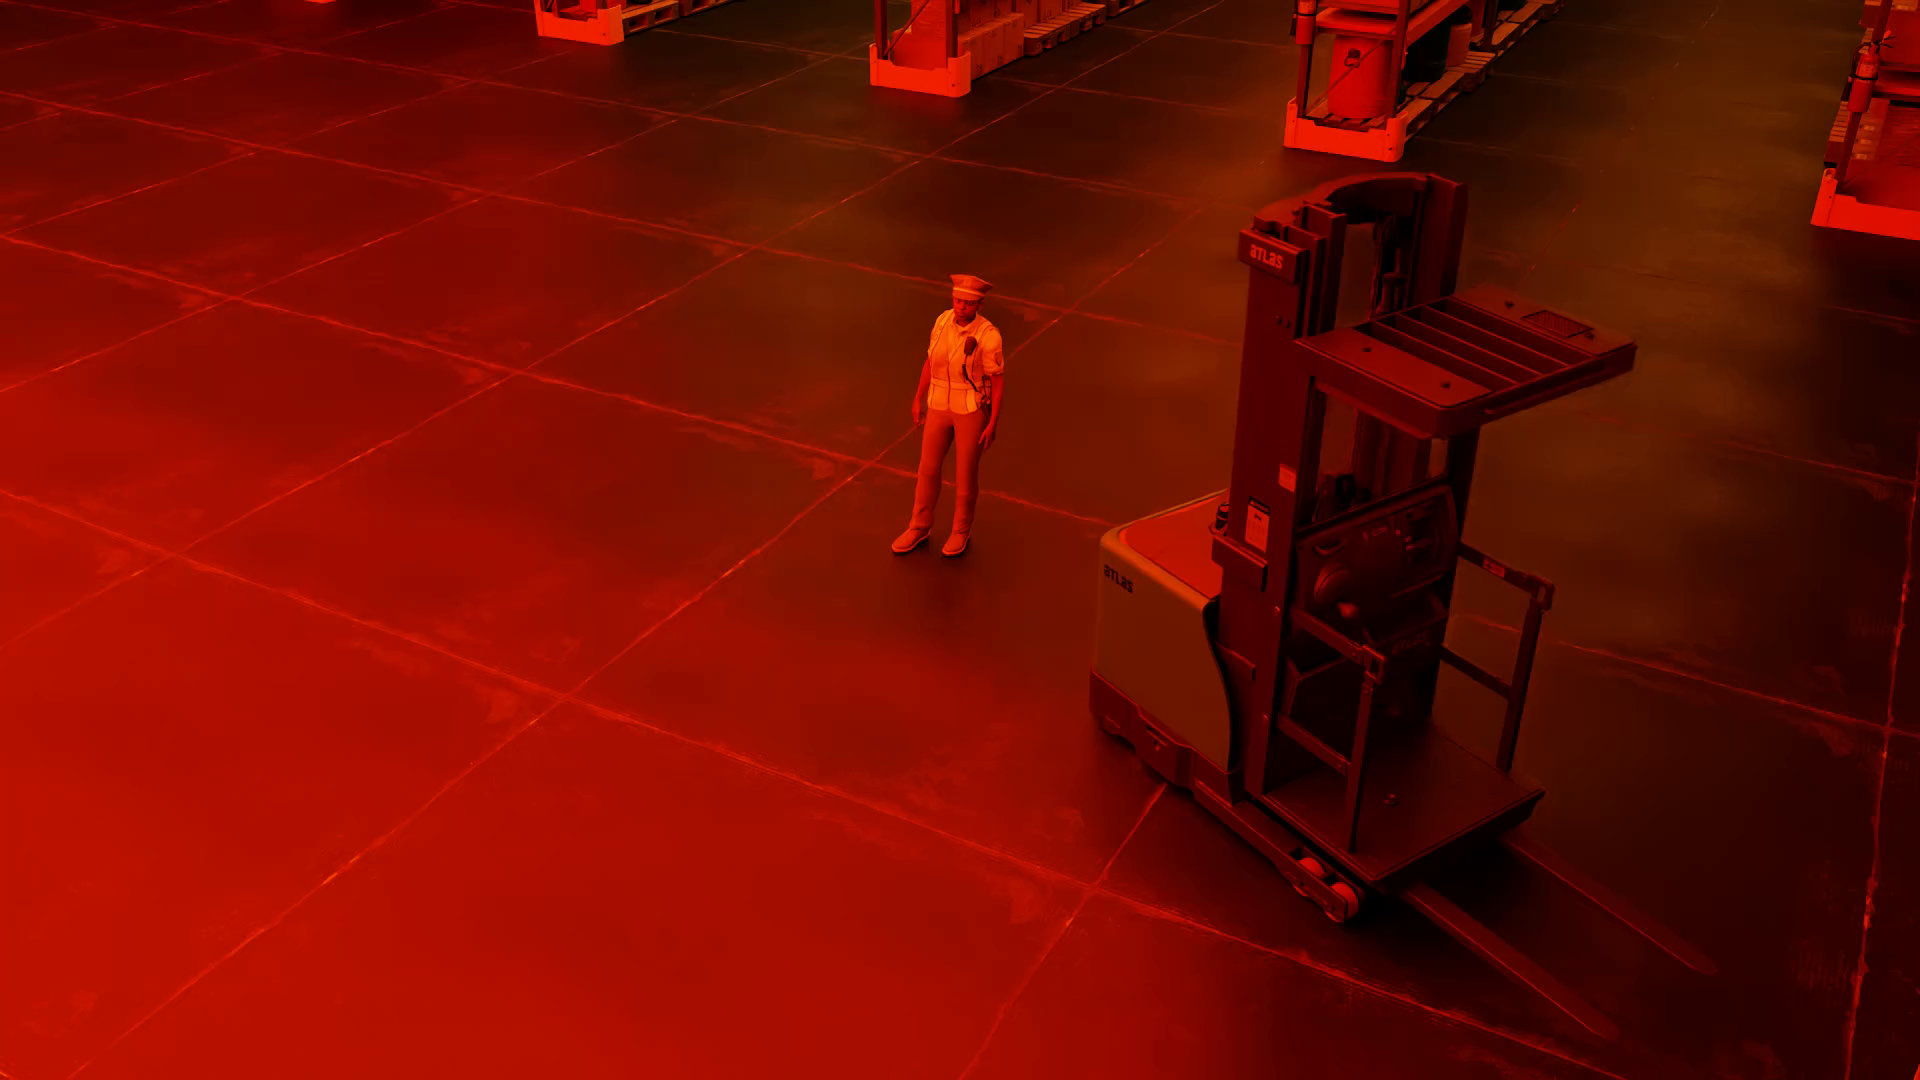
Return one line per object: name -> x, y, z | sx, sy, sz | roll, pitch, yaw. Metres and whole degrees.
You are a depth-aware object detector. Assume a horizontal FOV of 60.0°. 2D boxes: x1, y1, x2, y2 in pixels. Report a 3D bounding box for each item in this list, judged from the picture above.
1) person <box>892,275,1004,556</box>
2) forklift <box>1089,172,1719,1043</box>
person -> -0.053, -0.712, 9.527 | 0.570, 1.695, 0.530 | 15, 33, 25
forklift -> 1.891, 0.099, 6.899 | 1.130, 2.935, 3.031 | -19, 35, -29
